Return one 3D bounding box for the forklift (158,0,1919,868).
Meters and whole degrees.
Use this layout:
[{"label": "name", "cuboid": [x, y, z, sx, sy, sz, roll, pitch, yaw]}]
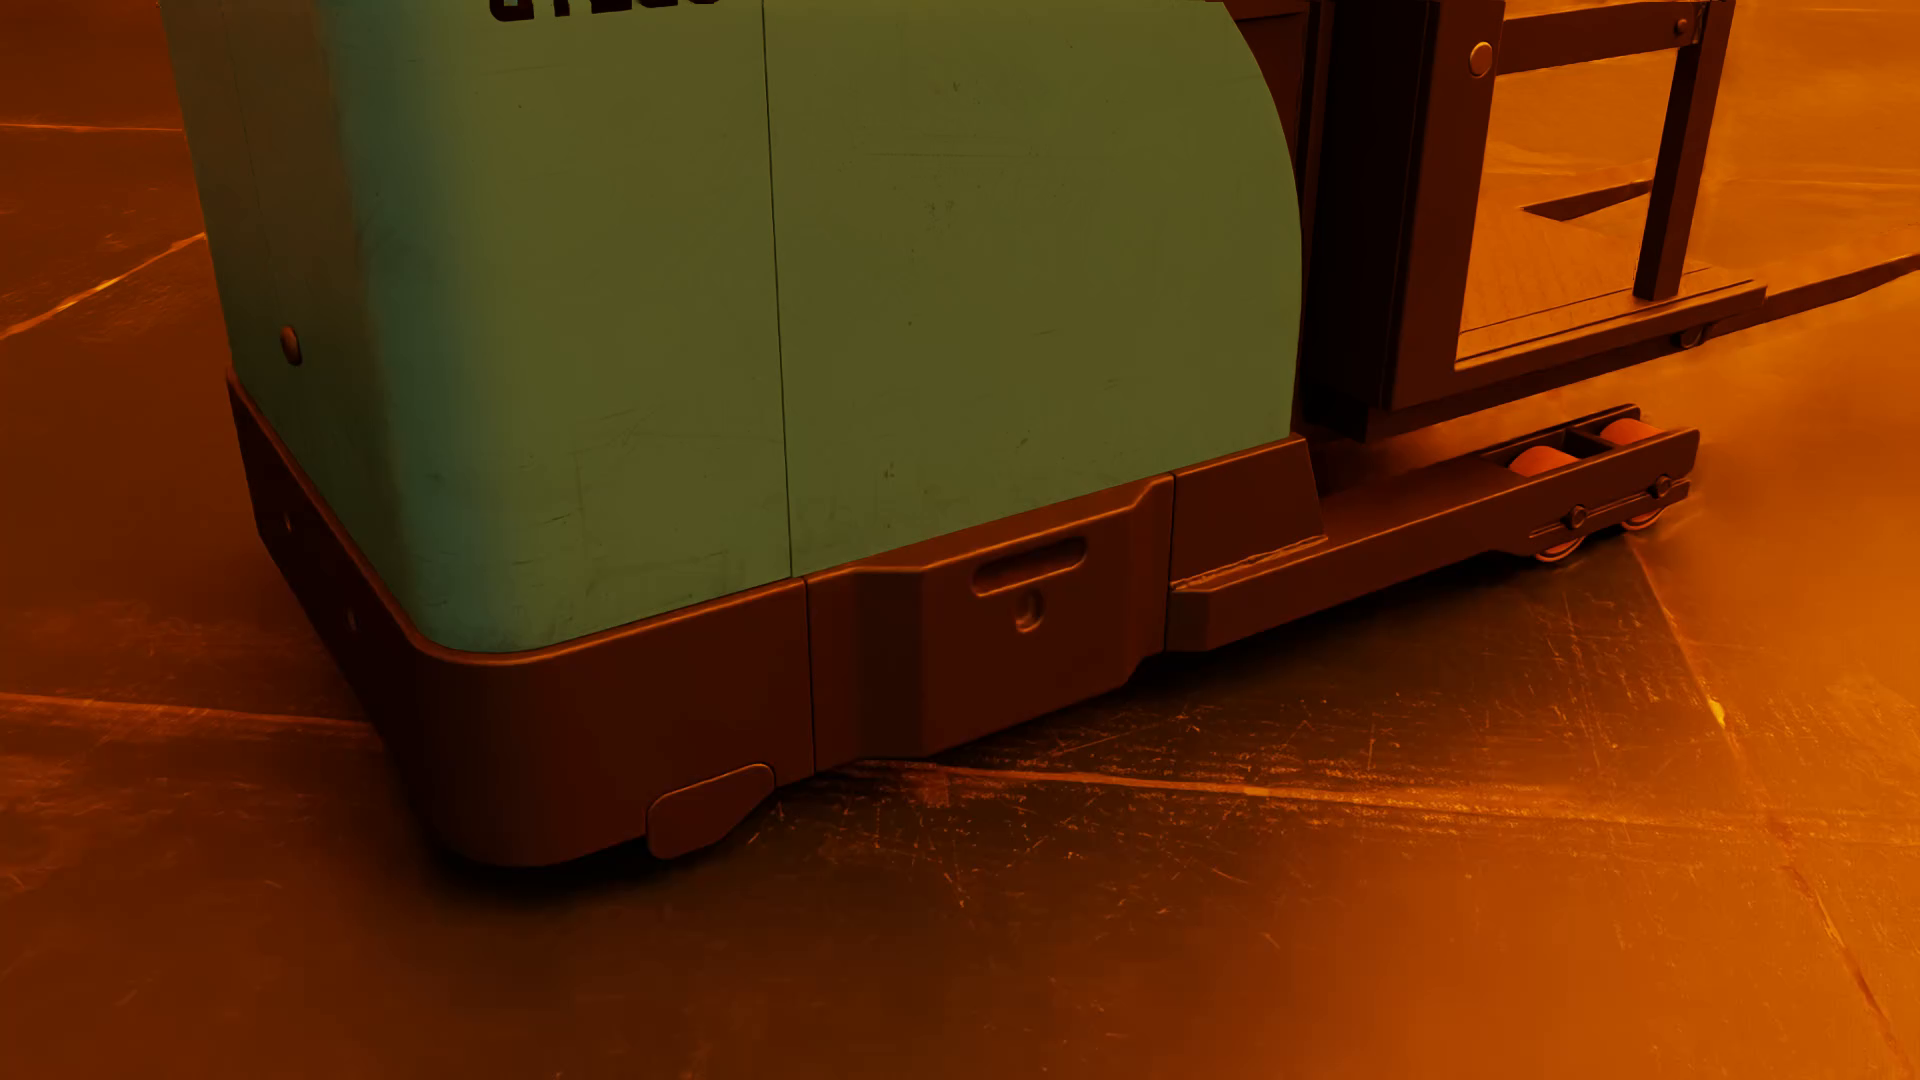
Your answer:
[{"label": "forklift", "cuboid": [0.511, -1.461, 2.145, 3.031, 2.935, 1.130, -16, 31, -29]}]
